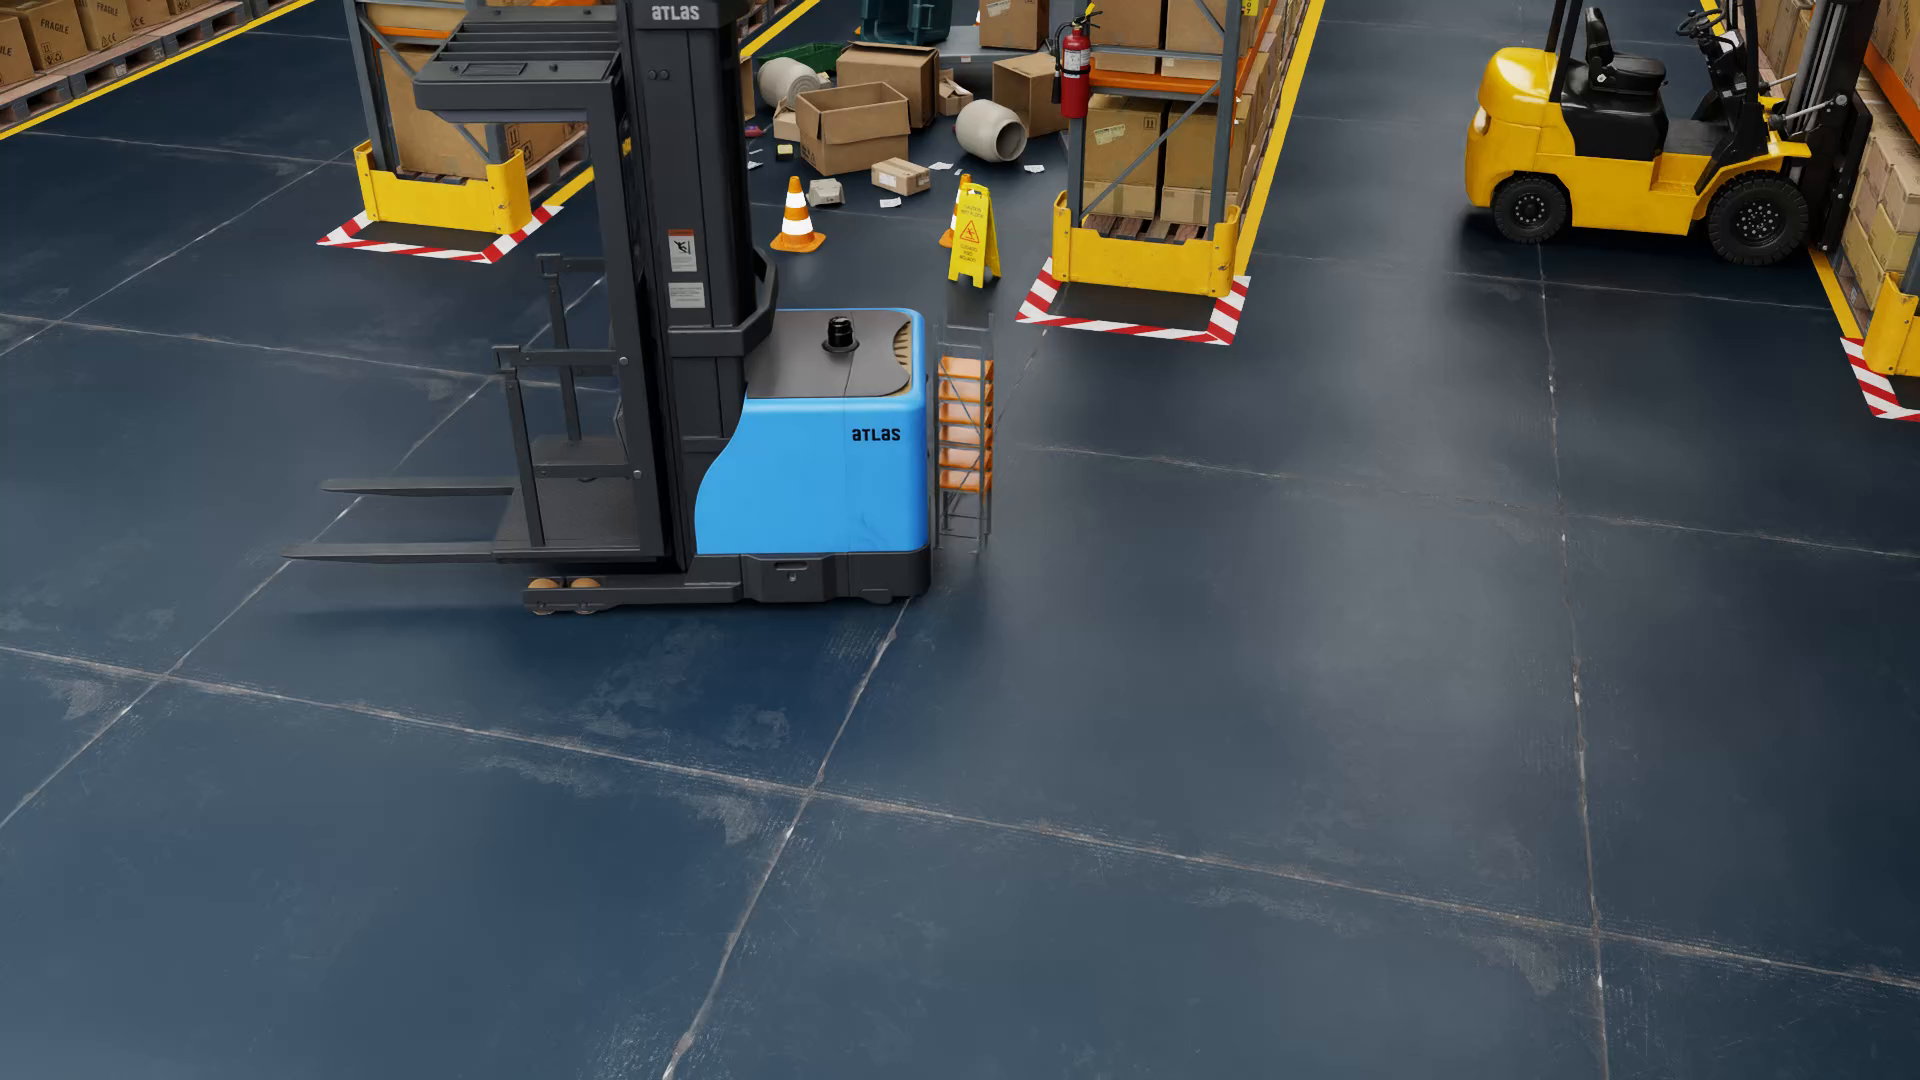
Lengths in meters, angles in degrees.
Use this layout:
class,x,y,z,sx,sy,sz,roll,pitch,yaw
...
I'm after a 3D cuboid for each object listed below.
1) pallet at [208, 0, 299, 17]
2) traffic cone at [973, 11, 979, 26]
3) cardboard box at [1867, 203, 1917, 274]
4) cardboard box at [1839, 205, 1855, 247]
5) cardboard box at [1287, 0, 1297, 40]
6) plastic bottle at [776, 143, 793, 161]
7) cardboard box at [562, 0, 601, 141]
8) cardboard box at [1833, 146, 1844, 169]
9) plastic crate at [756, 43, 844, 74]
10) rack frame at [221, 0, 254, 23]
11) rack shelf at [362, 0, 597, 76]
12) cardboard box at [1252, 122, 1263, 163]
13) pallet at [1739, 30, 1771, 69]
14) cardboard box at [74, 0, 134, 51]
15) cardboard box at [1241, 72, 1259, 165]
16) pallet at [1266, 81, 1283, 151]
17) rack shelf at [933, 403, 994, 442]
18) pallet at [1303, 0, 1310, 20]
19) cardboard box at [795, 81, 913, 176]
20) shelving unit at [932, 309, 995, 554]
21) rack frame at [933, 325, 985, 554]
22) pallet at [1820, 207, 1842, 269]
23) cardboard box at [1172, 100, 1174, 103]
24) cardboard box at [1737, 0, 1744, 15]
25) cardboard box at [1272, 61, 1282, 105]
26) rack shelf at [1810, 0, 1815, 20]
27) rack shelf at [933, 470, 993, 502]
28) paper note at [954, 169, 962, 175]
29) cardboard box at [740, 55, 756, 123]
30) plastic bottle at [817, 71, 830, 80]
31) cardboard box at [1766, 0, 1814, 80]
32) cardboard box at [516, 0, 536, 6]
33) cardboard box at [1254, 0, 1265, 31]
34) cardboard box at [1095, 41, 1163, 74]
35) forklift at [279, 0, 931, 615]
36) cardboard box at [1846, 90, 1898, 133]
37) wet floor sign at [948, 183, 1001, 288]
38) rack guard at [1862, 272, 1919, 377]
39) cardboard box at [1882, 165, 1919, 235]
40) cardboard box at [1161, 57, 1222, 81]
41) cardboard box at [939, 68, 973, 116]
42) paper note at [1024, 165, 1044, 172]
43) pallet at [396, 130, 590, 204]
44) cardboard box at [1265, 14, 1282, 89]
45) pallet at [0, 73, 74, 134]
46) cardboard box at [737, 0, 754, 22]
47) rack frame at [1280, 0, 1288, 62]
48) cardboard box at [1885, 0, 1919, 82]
class,x,y,z,sx,sy,sz,roll,pitch,yaw
pallet,-7.193,-5.601,16.863,1.003,0.211,1.213,8,33,12
traffic cone,0.263,-5.074,15.801,0.336,0.463,0.334,8,33,12
cardboard box,5.805,-1.798,9.987,0.500,0.250,0.500,8,33,12
cardboard box,6.068,-2.093,10.919,0.500,0.250,0.500,8,33,13
cardboard box,2.506,-4.738,14.966,0.950,0.372,0.625,10,34,15
plastic bottle,-1.366,-3.028,12.956,0.133,0.061,0.283,-3,33,-4
cardboard box,-3.303,-3.668,12.813,0.875,0.875,0.875,8,33,12
cardboard box,6.183,-2.586,11.228,0.500,0.250,0.500,8,33,12
plastic crate,-1.394,-4.215,14.651,0.662,0.188,0.450,-28,32,-37
rack frame,-7.389,-6.373,15.479,1.000,3.000,0.127,8,33,12
rack shelf,-3.125,-4.304,12.895,1.077,0.370,4.000,8,33,12
cardboard box,1.917,-2.895,12.179,0.500,0.250,0.500,10,34,16
pallet,7.455,-4.196,14.654,1.003,0.211,1.213,8,33,12
cardboard box,-7.749,-4.662,14.727,0.500,0.500,0.500,5,33,8
cardboard box,1.787,-2.947,11.562,0.500,0.500,0.500,7,33,11
pallet,2.060,-3.494,13.549,1.003,0.211,1.213,8,33,12
rack shelf,0.017,-0.564,7.878,0.258,0.103,0.180,7,33,11
pallet,3.012,-5.518,16.733,1.003,0.211,1.213,8,33,12
cardboard box,-0.822,-3.151,12.738,0.797,0.503,0.637,-14,35,-21
shelving unit,0.017,-0.500,7.919,0.258,1.200,0.189,7,33,11
rack frame,-0.003,-0.453,7.844,0.240,1.200,0.006,7,33,11
pallet,6.449,-2.131,11.406,1.003,0.211,1.213,8,33,12
cardboard box,1.262,-3.004,11.652,0.500,0.500,0.500,9,34,14
cardboard box,7.842,-5.279,15.580,0.875,0.625,0.625,9,34,14
cardboard box,2.306,-3.698,13.442,0.500,0.250,0.500,10,34,15
rack shelf,7.506,-5.085,14.123,1.077,0.370,4.000,8,33,12
rack shelf,0.017,-0.260,8.071,0.258,0.103,0.180,7,33,11
paper note,-0.012,-2.798,12.641,0.032,0.001,0.123,8,33,12
cardboard box,-2.019,-3.647,13.518,0.500,0.500,0.500,14,35,21
plastic bottle,-1.228,-4.057,14.574,0.133,0.061,0.283,-8,33,-13
cardboard box,7.324,-4.199,13.882,0.875,0.625,0.625,8,33,12
cardboard box,-3.464,-4.120,11.796,0.875,0.550,0.550,8,33,12
cardboard box,1.698,-3.593,10.736,0.500,0.500,0.500,9,34,14
cardboard box,1.069,-3.066,10.510,0.380,0.149,0.250,9,34,14
forklift,-1.661,-1.178,7.372,3.031,2.935,1.130,-1,32,-1
cardboard box,6.177,-2.786,11.076,0.500,0.250,0.500,7,33,11
wet floor sign,0.098,-2.002,10.798,0.267,0.644,0.232,20,38,29
rack guard,5.977,-1.207,9.683,1.175,0.500,0.348,8,33,12
cardboard box,5.799,-1.995,9.831,0.500,0.250,0.500,9,34,14
cardboard box,1.468,-2.991,10.392,0.380,0.149,0.250,8,33,13
cardboard box,-0.086,-3.740,13.885,0.258,0.266,0.396,-14,35,-21
paper note,0.569,-2.841,12.691,0.142,0.019,0.148,-3,33,-4
pallet,-3.505,-2.819,12.487,1.003,0.211,1.213,8,33,12
cardboard box,2.178,-3.750,12.825,0.500,0.500,0.500,9,33,13
pallet,-8.145,-3.577,13.680,1.003,0.211,1.213,8,33,12
cardboard box,-2.547,-5.208,15.352,1.050,0.750,0.750,8,33,12
rack frame,2.196,-5.024,13.357,1.000,3.000,0.127,8,33,12
cardboard box,6.125,-3.142,10.303,0.500,0.500,0.500,7,33,11
